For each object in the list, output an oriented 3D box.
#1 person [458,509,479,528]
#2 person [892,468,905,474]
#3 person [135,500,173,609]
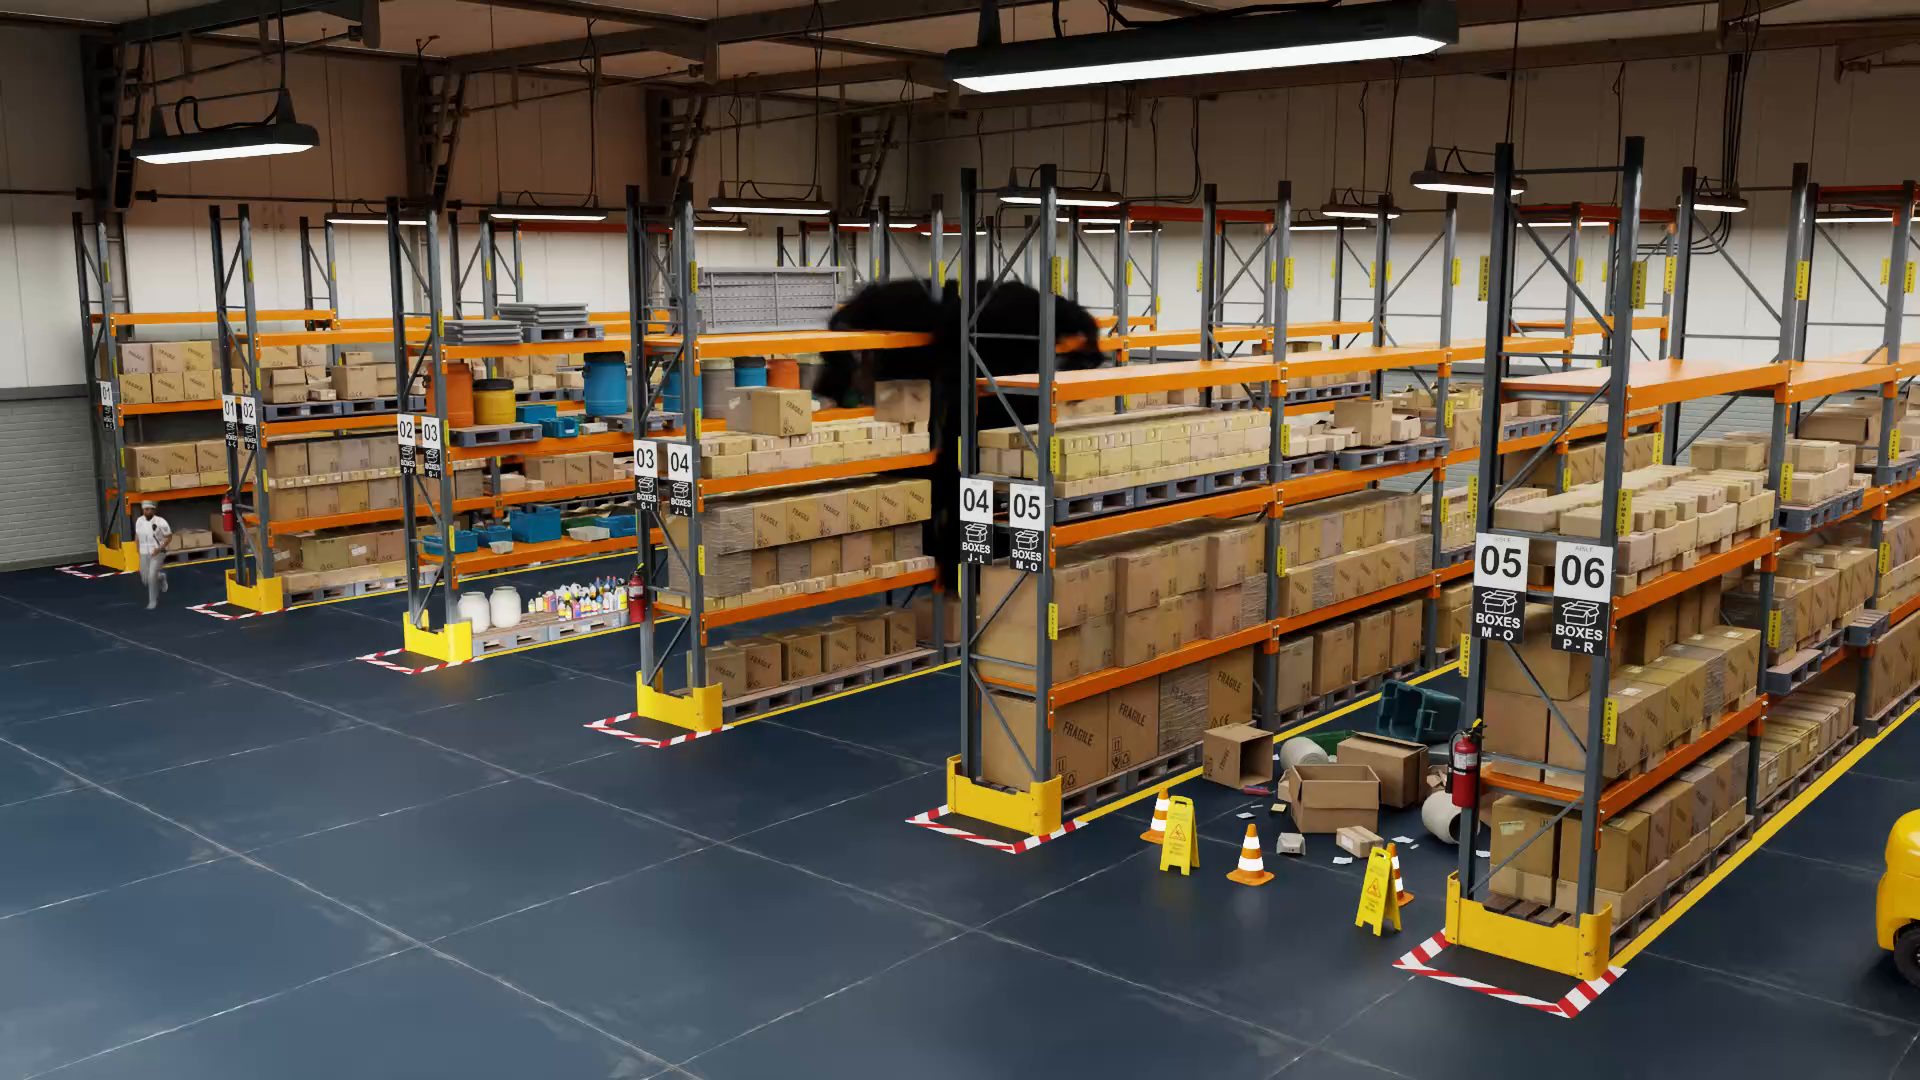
[{"bbox_3d":[-8.892,-0.563,30.145,0.495,1.529,0.713,8,12,40],"label":"person"},{"bbox_3d":[-1.313,-1.161,32.712,0.652,1.805,0.983,8,12,40],"label":"person"},{"bbox_3d":[-12.203,0.194,25.210,0.582,1.642,0.609,0,9,3],"label":"person"}]
